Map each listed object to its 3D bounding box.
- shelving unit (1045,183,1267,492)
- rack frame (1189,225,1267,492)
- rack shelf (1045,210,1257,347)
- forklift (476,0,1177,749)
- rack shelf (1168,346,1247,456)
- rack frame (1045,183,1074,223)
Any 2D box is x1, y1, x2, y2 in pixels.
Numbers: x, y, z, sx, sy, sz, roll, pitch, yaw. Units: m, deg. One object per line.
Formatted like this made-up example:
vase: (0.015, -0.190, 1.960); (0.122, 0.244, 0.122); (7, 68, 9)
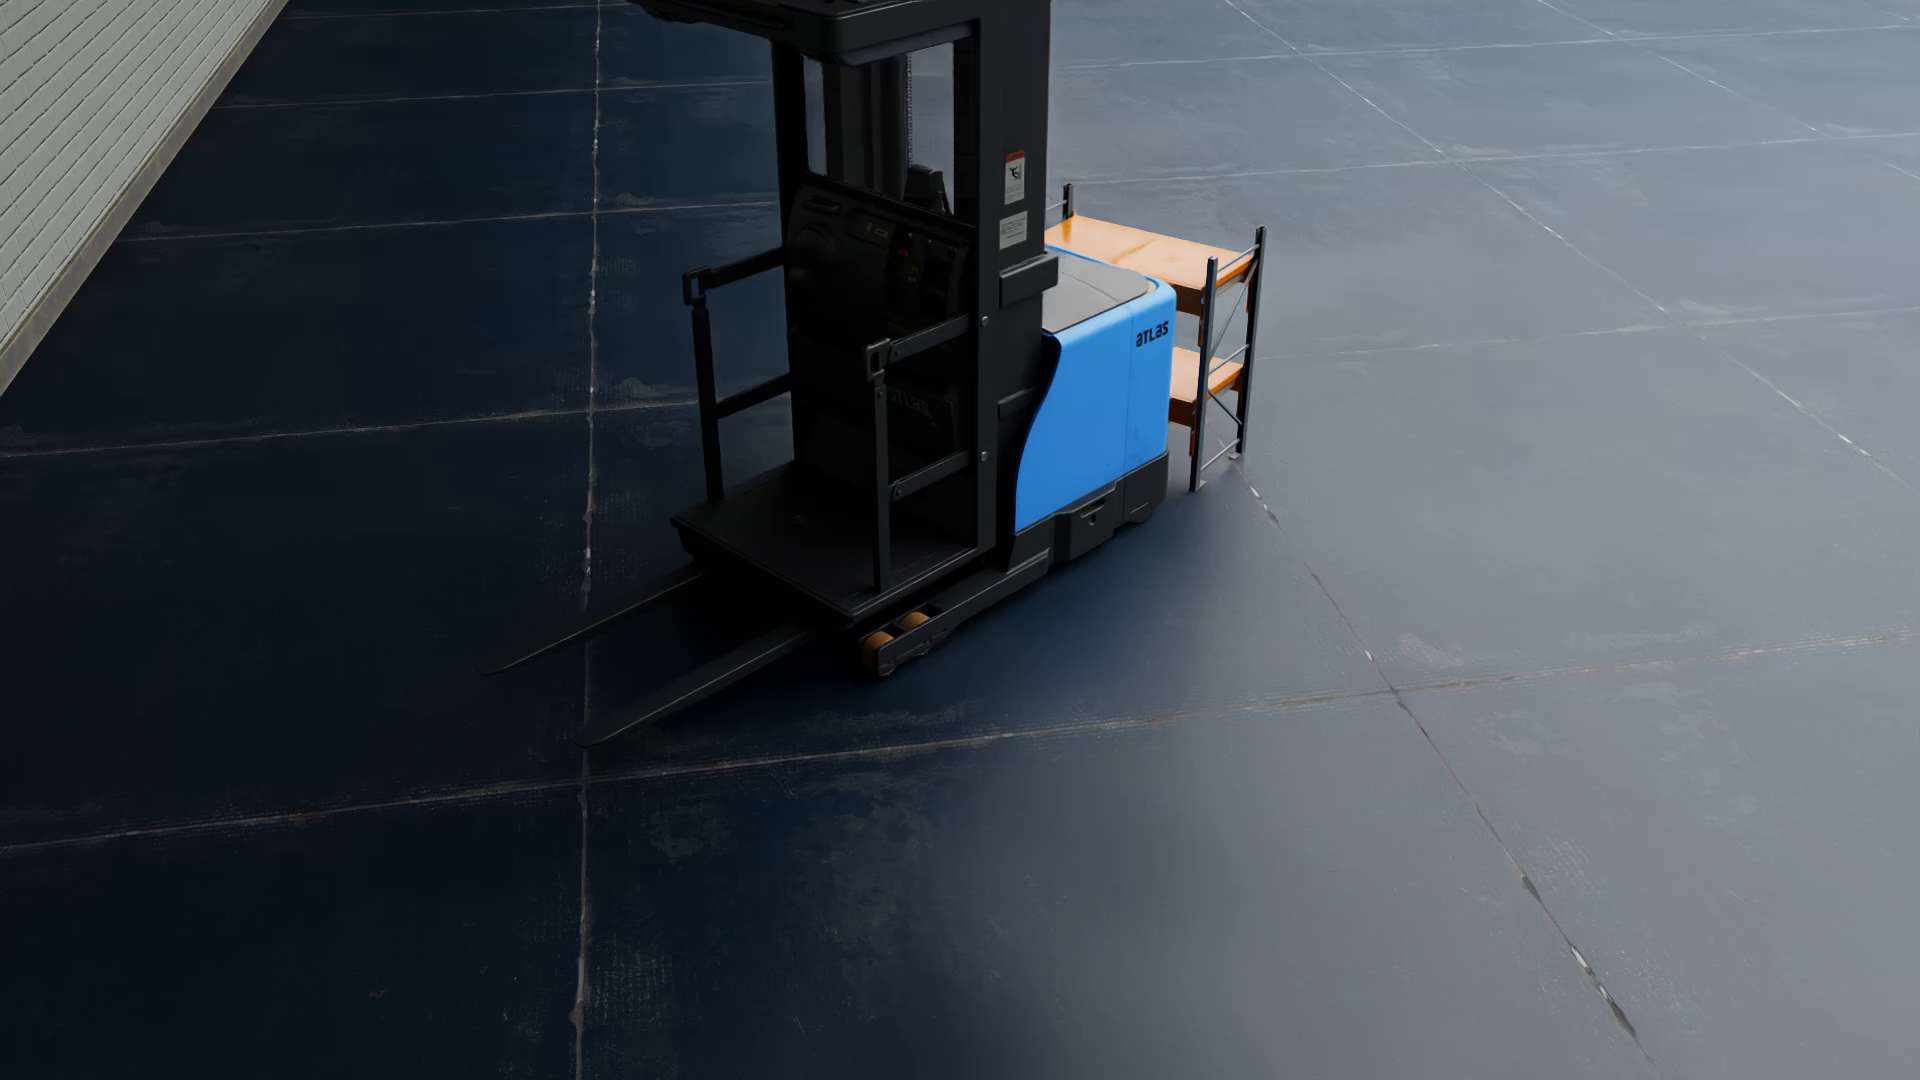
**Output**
shelving unit: (0.797, -0.962, 7.776); (1.048, 1.125, 0.538); (20, 36, 30)
rack frame: (1.210, -0.812, 7.521); (0.032, 1.125, 0.500); (20, 36, 30)
rack shelf: (0.797, -1.214, 7.628); (1.000, 0.278, 0.538); (20, 36, 30)
forklift: (-0.462, -1.038, 6.124); (1.130, 2.935, 3.031); (26, 39, 37)
rack shelf: (0.797, -0.751, 7.900); (1.000, 0.278, 0.538); (20, 36, 30)
rack frame: (0.384, -1.112, 8.032); (0.032, 1.125, 0.500); (20, 36, 30)
